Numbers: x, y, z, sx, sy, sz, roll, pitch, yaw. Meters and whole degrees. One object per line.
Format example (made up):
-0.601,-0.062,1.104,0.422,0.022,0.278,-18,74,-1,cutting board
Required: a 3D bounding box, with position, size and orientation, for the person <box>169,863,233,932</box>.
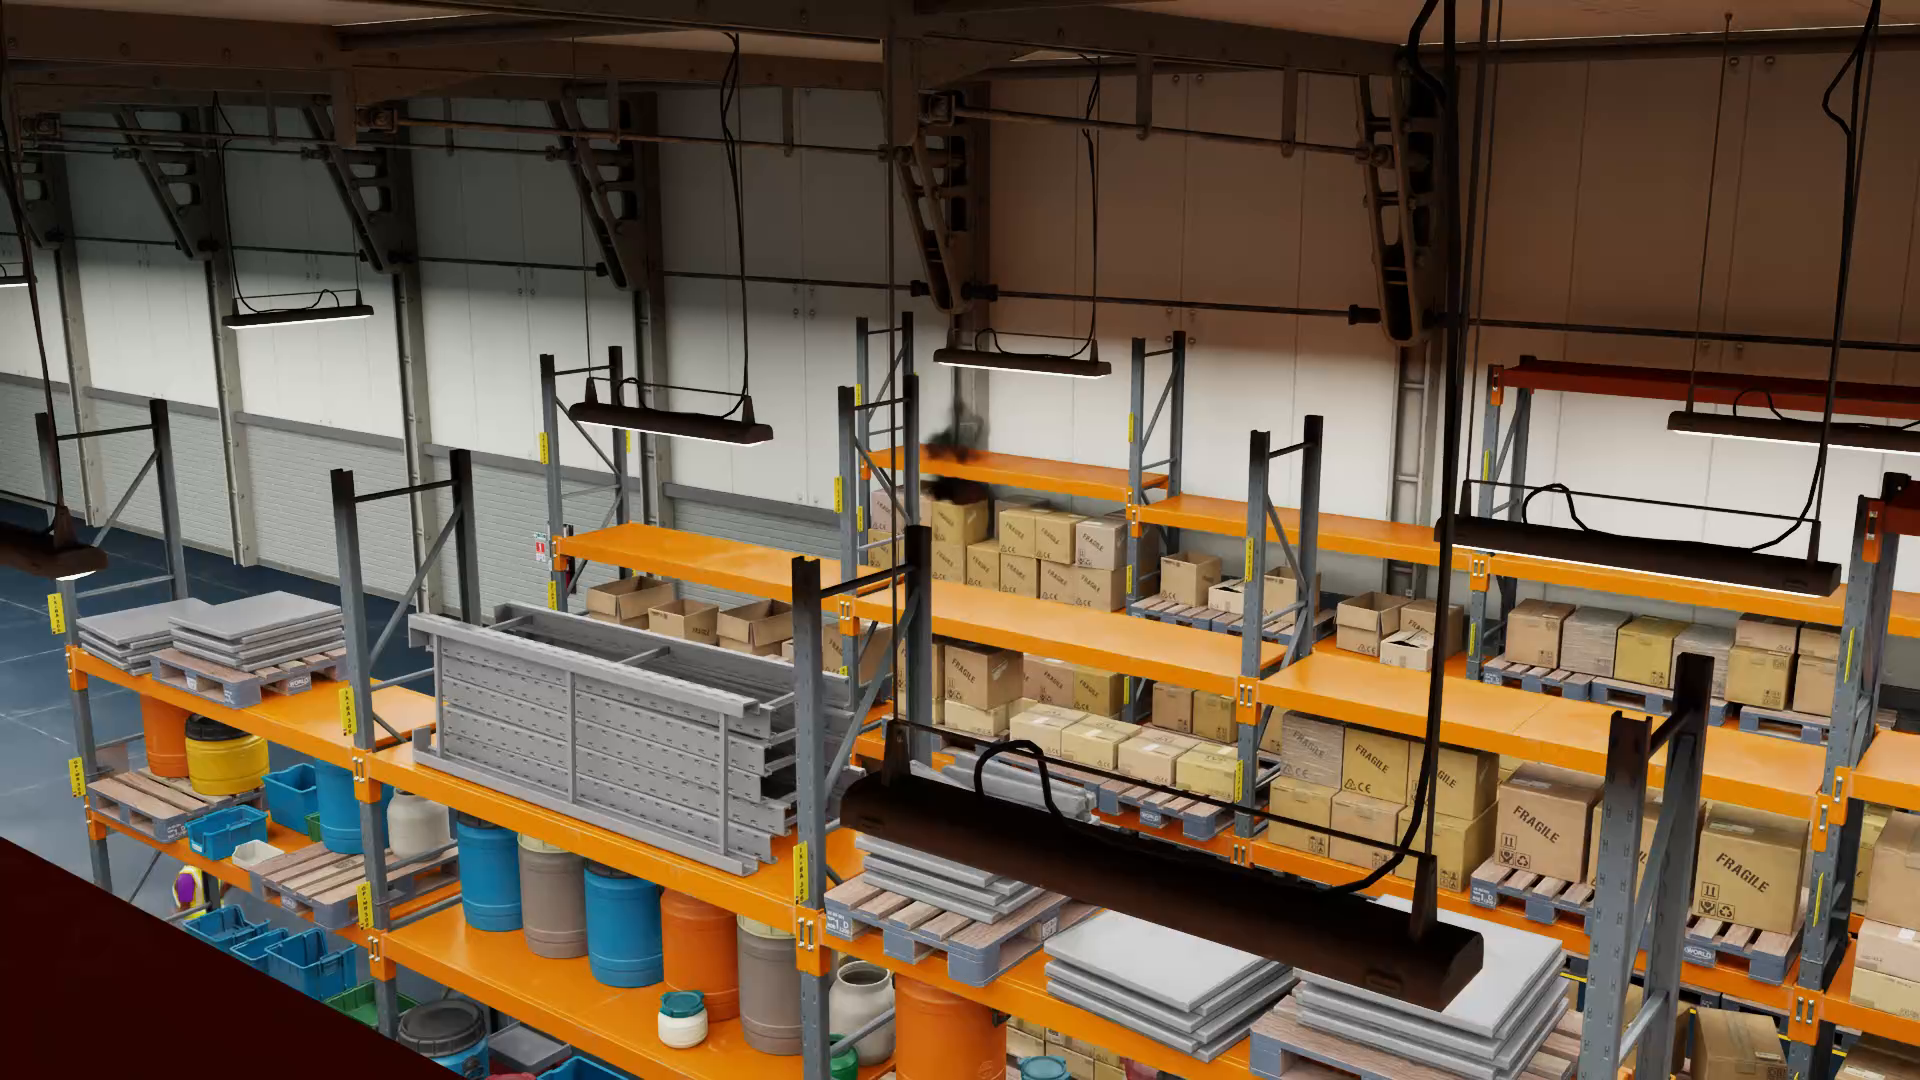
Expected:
-7.184,3.613,15.812,0.917,1.759,0.705,1,13,4,person
